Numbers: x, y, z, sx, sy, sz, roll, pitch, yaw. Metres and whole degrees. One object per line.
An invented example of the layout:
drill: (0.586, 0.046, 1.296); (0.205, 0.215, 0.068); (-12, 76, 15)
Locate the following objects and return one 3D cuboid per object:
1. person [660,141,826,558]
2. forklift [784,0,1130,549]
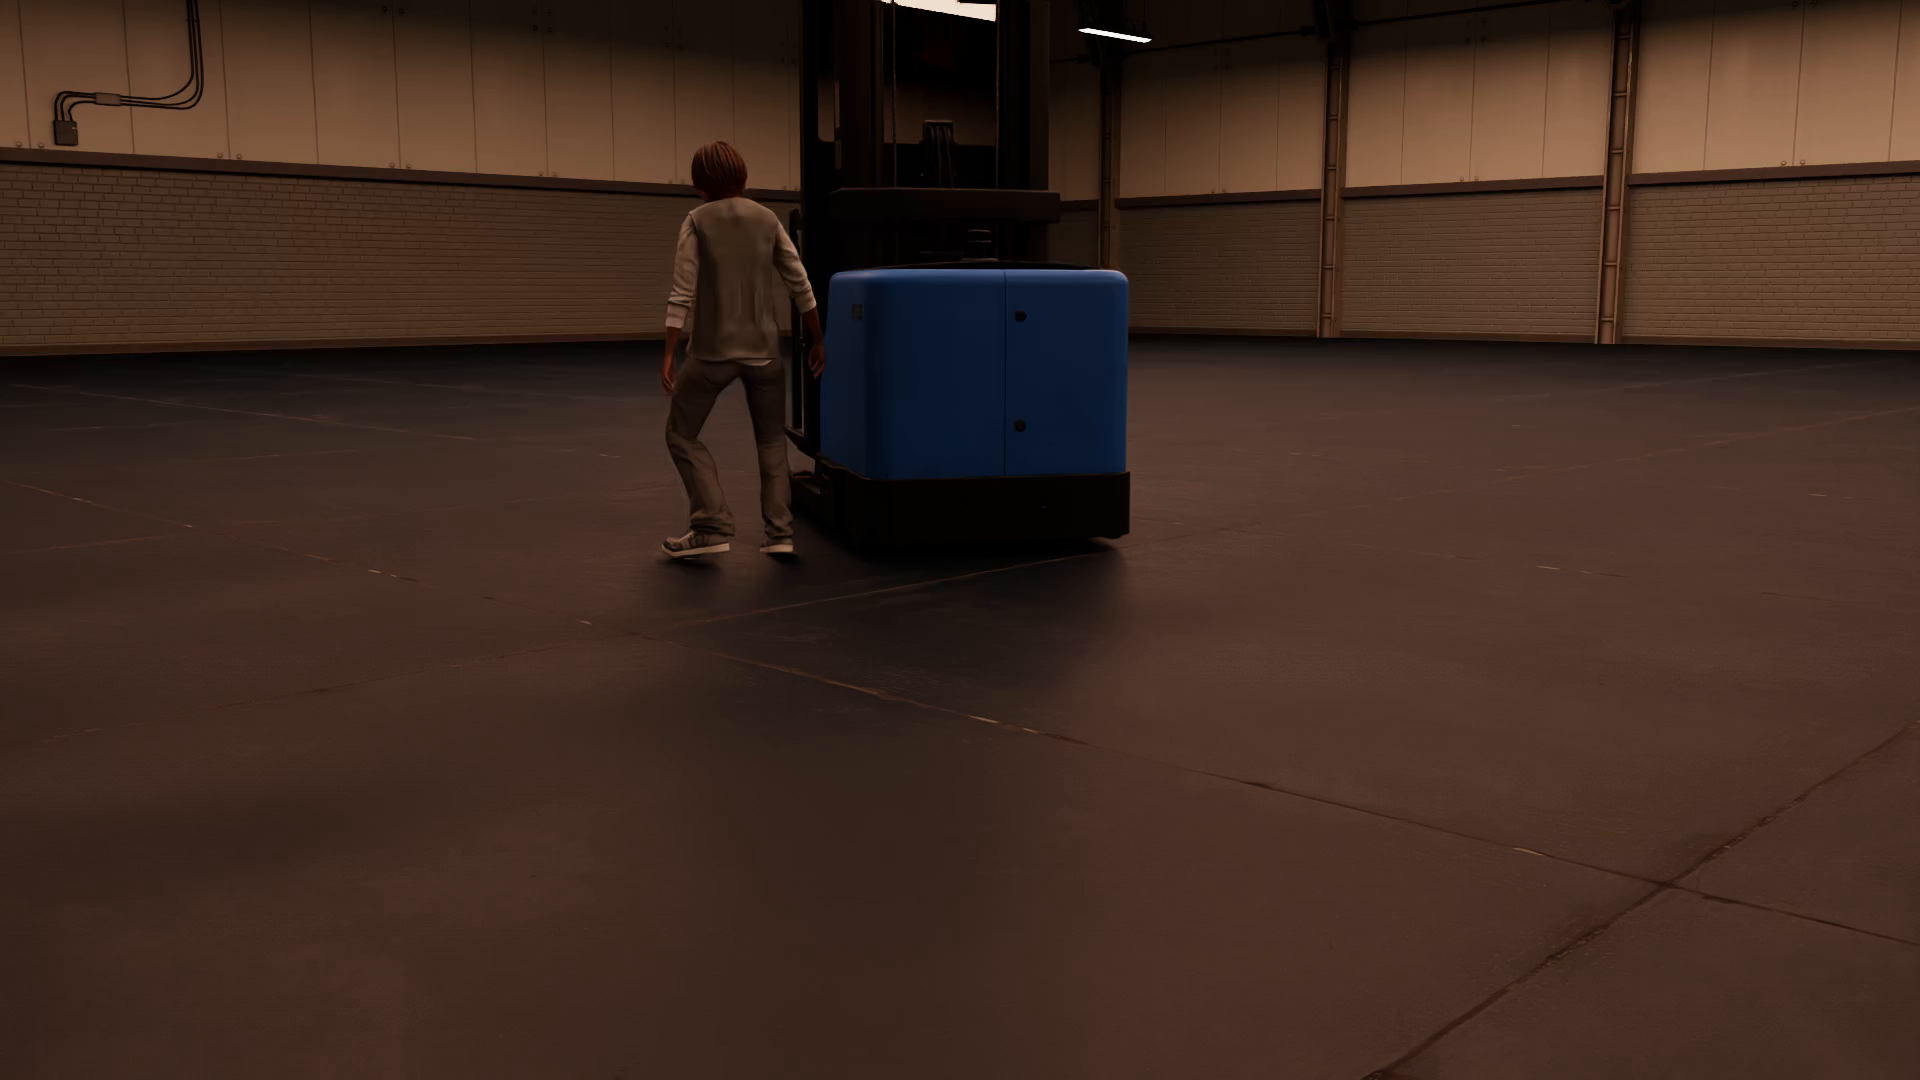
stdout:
person: (-0.814, -0.688, 6.221); (0.647, 1.541, 0.342); (-3, 9, -22)
forklift: (-0.214, -1.595, 7.466); (1.130, 2.935, 3.031); (-2, 9, -15)
